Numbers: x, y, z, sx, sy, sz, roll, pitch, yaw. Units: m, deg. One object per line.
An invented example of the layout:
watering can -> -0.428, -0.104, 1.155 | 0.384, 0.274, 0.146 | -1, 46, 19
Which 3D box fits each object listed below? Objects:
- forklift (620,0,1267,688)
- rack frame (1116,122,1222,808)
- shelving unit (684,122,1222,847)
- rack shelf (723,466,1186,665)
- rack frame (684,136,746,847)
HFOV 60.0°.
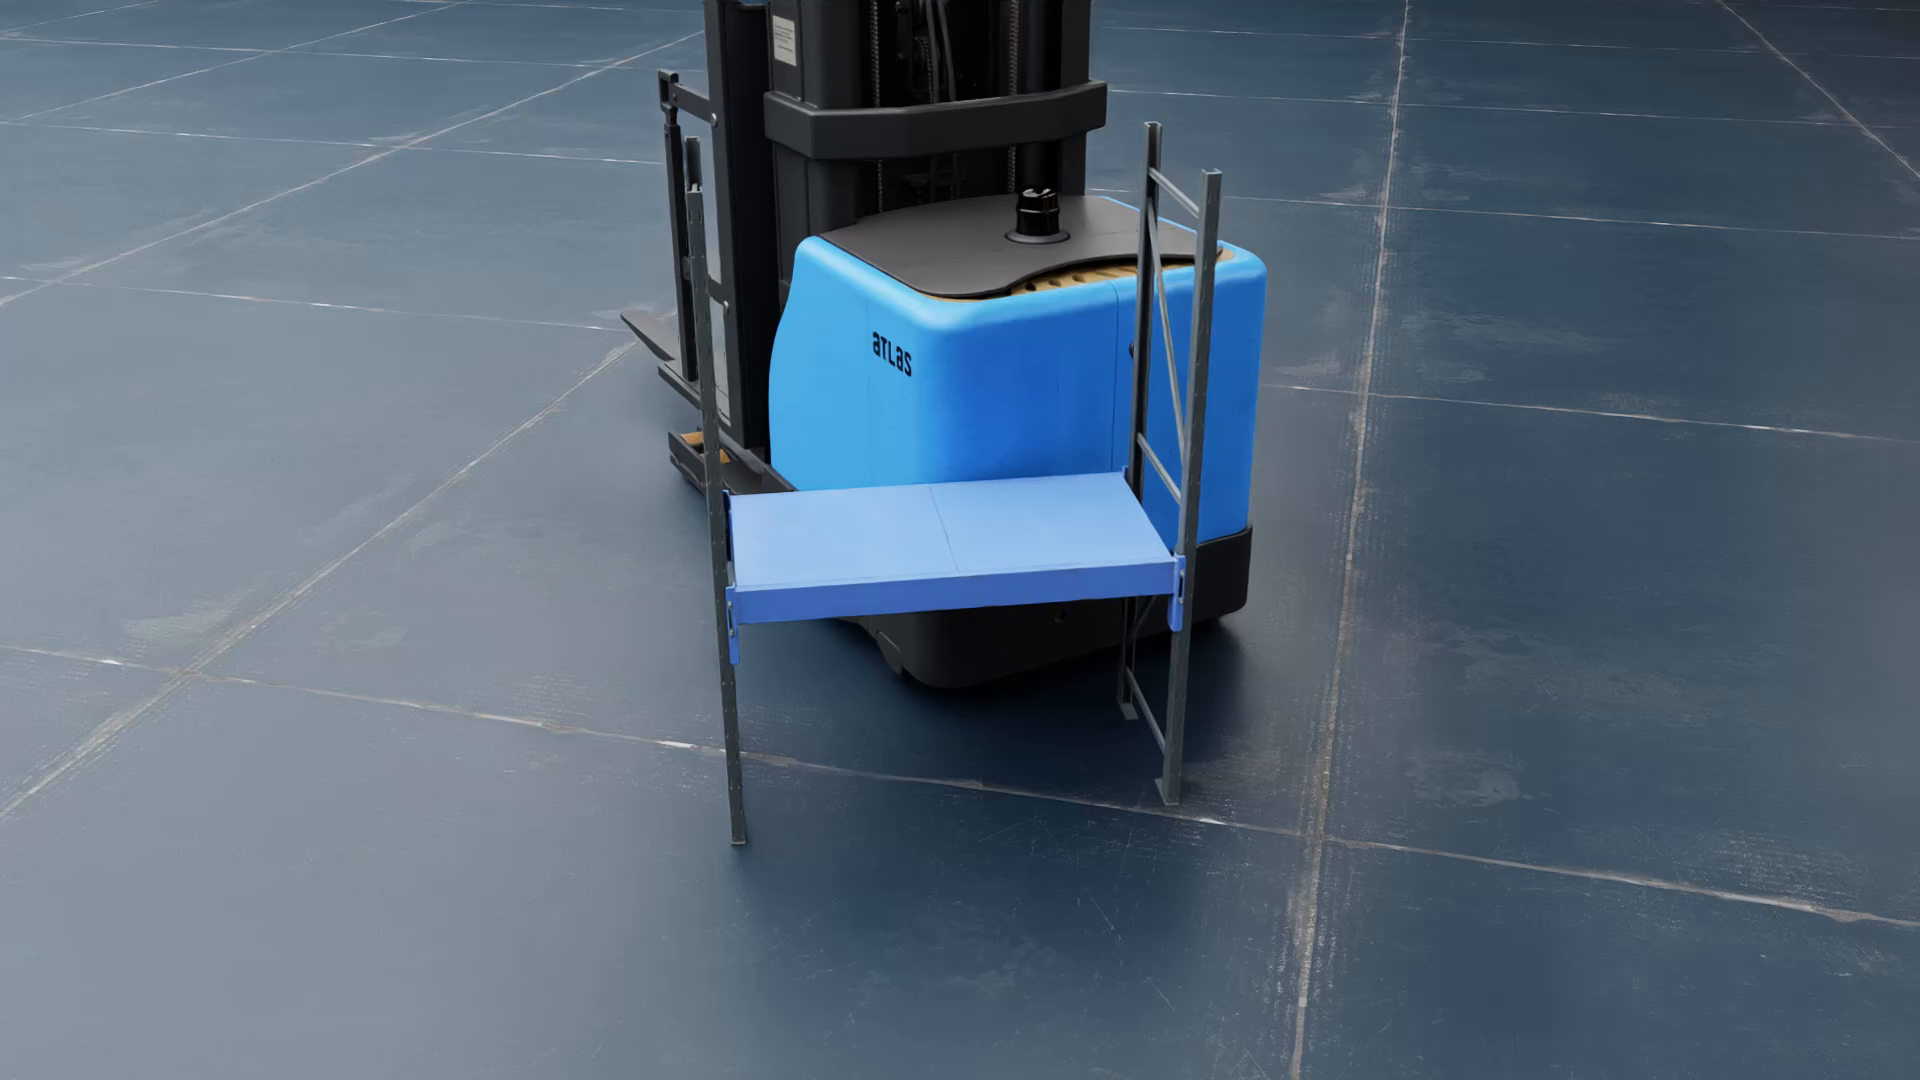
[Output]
forklift -> -0.336, -1.538, 5.071 | 1.130, 2.935, 3.031 | -13, 29, -26
rack frame -> 0.464, -0.152, 3.824 | 0.032, 1.500, 0.500 | -4, 26, -8
shelving unit -> -0.038, -0.119, 3.754 | 1.048, 1.500, 0.538 | -4, 26, -8
rack shelf -> -0.038, 0.043, 3.832 | 1.000, 0.185, 0.538 | -4, 26, -8
rack frame -> -0.541, -0.086, 3.685 | 0.032, 1.500, 0.500 | -4, 26, -8
